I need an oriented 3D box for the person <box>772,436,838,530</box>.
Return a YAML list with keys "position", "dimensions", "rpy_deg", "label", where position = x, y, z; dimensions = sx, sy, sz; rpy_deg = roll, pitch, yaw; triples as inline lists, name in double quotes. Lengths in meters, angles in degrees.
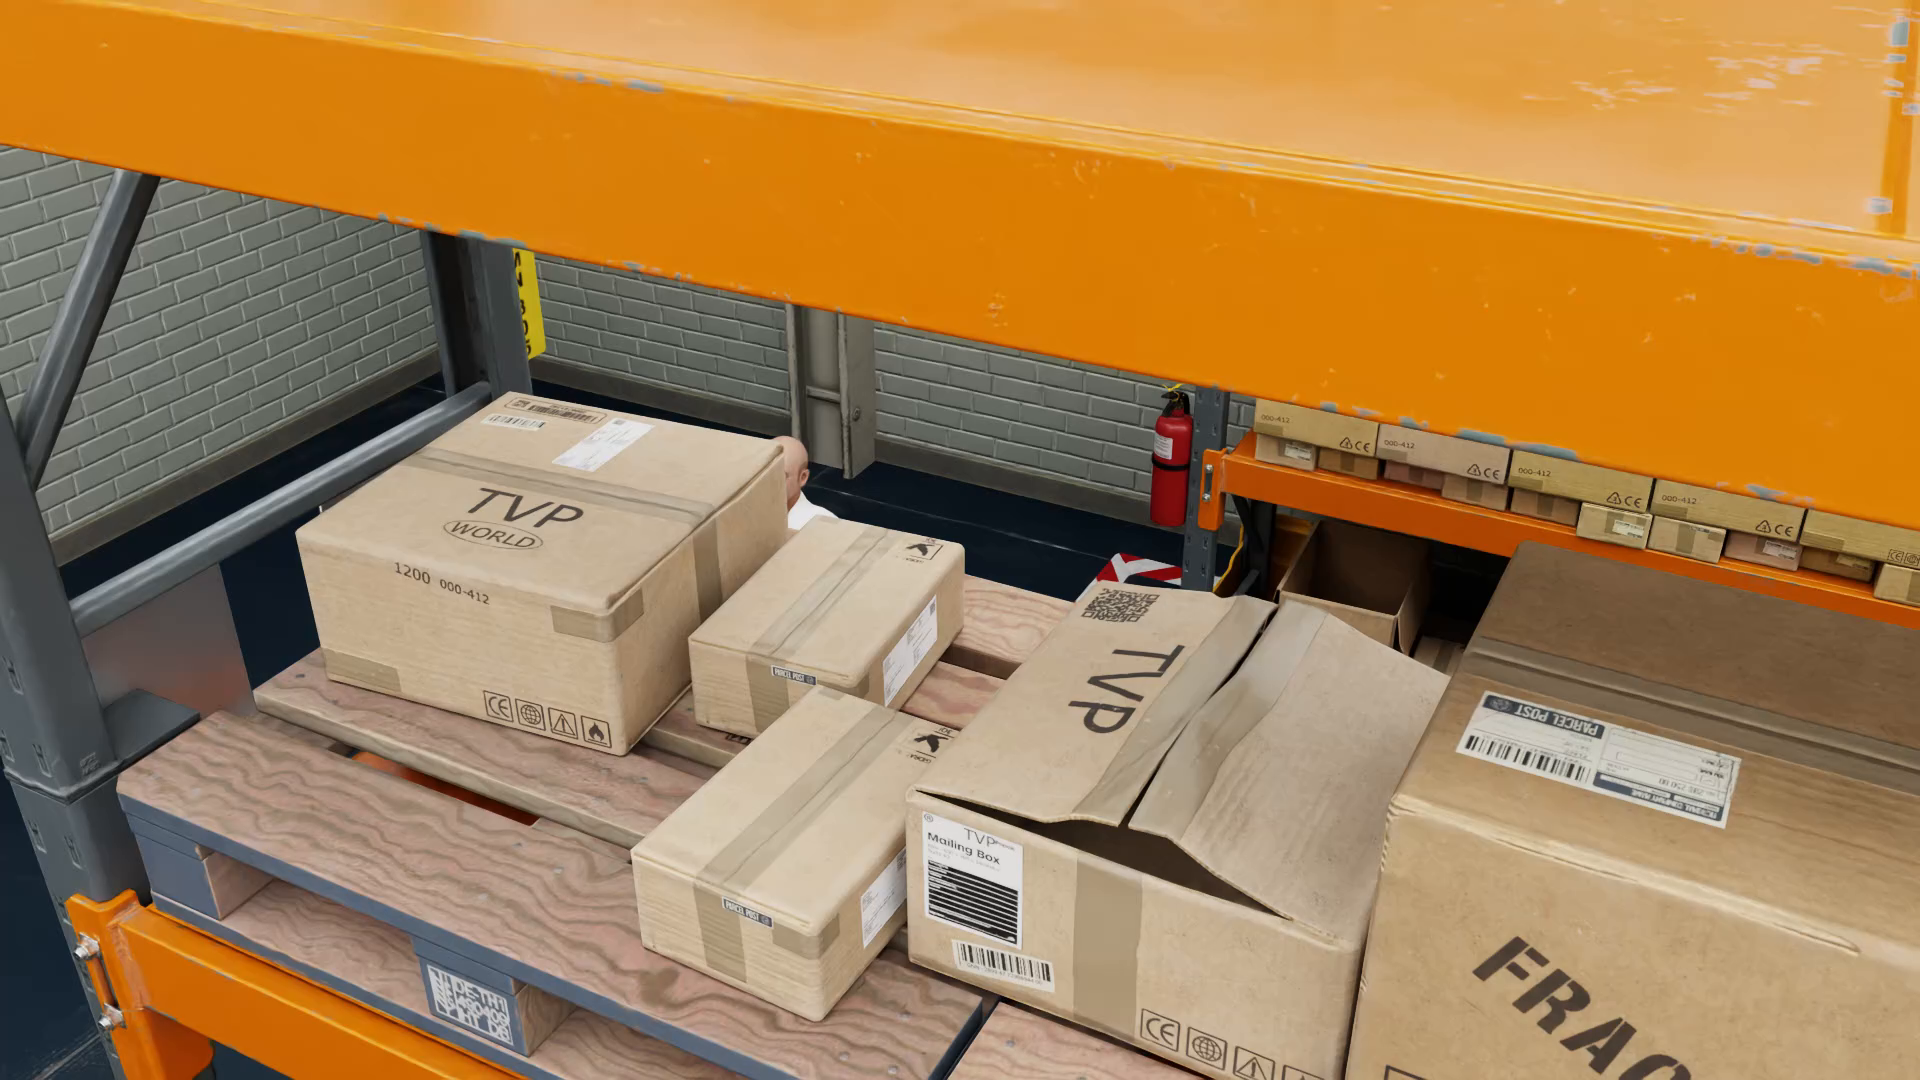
- position: [-0.740, 0.477, 6.312]
  dimensions: [0.527, 1.769, 0.563]
  rpy_deg: [14, 33, 24]
  label: "person"
